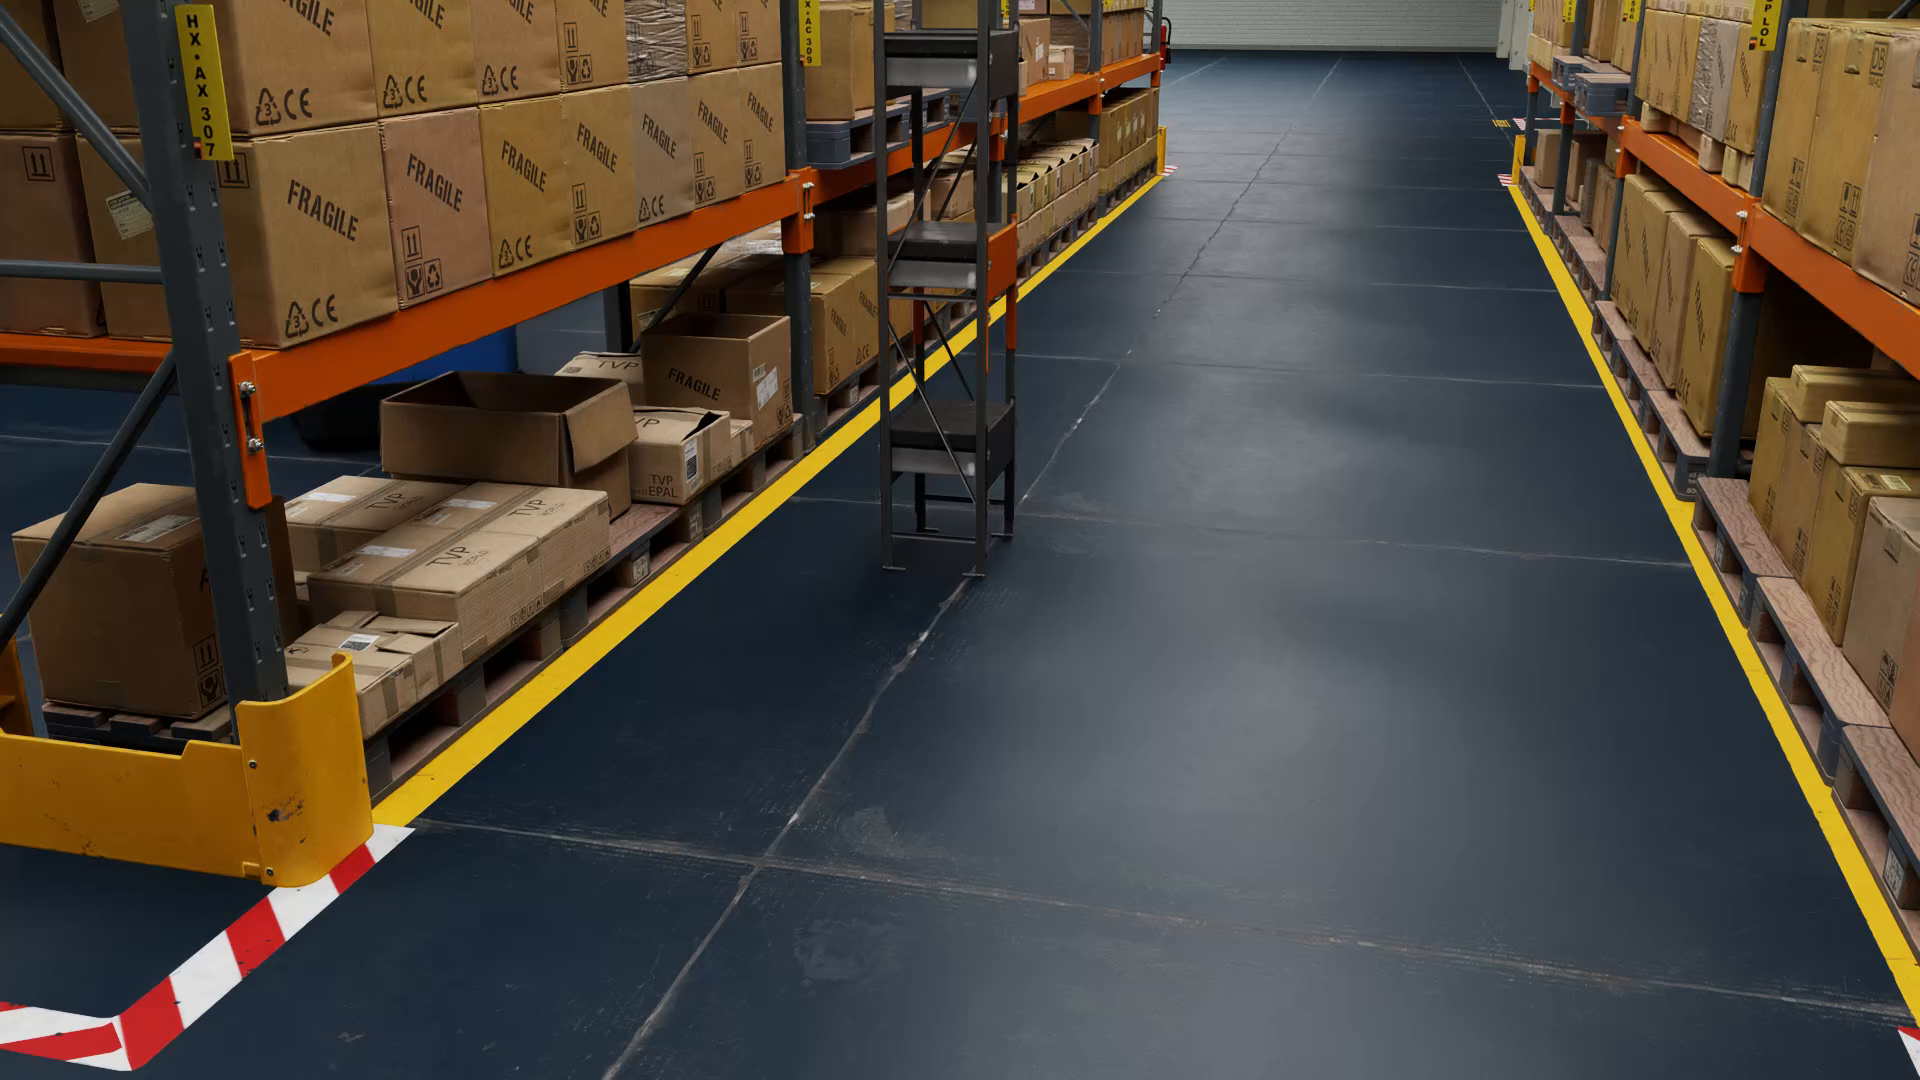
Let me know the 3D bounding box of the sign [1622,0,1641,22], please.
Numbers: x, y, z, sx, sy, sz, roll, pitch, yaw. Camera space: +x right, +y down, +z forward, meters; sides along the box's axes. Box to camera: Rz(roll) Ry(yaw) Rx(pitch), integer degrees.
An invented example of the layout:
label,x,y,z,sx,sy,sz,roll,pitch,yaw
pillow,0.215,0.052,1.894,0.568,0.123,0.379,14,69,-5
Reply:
label,x,y,z,sx,sy,sz,roll,pitch,yaw
sign,4.062,-3.291,10.013,0.100,0.325,0.005,5,19,13

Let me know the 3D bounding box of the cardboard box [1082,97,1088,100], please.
label,x,y,z,sx,sy,sz,roll,pitch,yaw
cardboard box,1.025,-4.270,16.992,0.500,0.500,0.500,5,19,13

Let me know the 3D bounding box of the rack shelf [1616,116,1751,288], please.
label,x,y,z,sx,sy,sz,roll,pitch,yaw
rack shelf,4.102,-1.773,8.352,1.077,0.370,4.000,5,19,13

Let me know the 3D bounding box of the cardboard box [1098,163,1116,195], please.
label,x,y,z,sx,sy,sz,roll,pitch,yaw
cardboard box,1.171,-3.403,15.615,0.500,0.250,0.500,5,19,13

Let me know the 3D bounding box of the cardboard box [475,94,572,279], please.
label,x,y,z,sx,sy,sz,roll,pitch,yaw
cardboard box,-1.558,-1.108,5.136,0.500,0.500,0.500,5,19,13

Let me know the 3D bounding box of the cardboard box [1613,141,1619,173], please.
label,x,y,z,sx,sy,sz,roll,pitch,yaw
cardboard box,5.177,-2.841,12.390,0.500,0.250,0.500,4,19,12

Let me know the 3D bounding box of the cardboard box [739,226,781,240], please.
label,x,y,z,sx,sy,sz,roll,pitch,yaw
cardboard box,-0.974,-1.550,9.773,0.500,0.500,0.500,4,19,12

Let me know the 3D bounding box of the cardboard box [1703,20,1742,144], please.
label,x,y,z,sx,sy,sz,roll,pitch,yaw
cardboard box,3.597,-2.010,7.285,0.500,0.500,0.500,5,19,14

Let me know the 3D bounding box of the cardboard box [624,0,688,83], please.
label,x,y,z,sx,sy,sz,roll,pitch,yaw
cardboard box,-1.309,-1.900,5.907,0.500,0.500,0.500,5,19,14

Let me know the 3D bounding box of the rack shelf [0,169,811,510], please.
label,x,y,z,sx,sy,sz,roll,pitch,yaw
rack shelf,-1.679,-0.910,5.823,1.077,0.370,4.000,5,19,13

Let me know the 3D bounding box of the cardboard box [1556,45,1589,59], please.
label,x,y,z,sx,sy,sz,roll,pitch,yaw
cardboard box,5.390,-4.105,14.267,0.500,0.250,0.500,5,19,14

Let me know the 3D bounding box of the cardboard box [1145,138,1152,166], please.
label,x,y,z,sx,sy,sz,roll,pitch,yaw
cardboard box,1.786,-4.187,17.908,0.500,0.250,0.500,5,19,13

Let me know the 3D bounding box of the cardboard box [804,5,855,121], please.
label,x,y,z,sx,sy,sz,roll,pitch,yaw
cardboard box,-0.858,-2.254,7.841,0.700,0.500,0.500,-2,19,-5

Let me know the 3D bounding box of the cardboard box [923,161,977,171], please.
label,x,y,z,sx,sy,sz,roll,pitch,yaw
cardboard box,-0.078,-2.799,12.977,0.500,0.311,0.500,5,19,13

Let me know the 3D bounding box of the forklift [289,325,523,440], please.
label,x,y,z,sx,sy,sz,roll,pitch,yaw
forklift,-3.205,-2.295,8.872,1.130,2.935,3.031,-8,20,-22

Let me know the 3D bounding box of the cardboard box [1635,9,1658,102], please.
label,x,y,z,sx,sy,sz,roll,pitch,yaw
cardboard box,4.224,-2.806,9.617,0.500,0.500,0.500,5,20,15

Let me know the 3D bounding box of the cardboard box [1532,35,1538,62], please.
label,x,y,z,sx,sy,sz,roll,pitch,yaw
cardboard box,6.005,-4.895,16.579,0.500,0.250,0.500,4,19,12

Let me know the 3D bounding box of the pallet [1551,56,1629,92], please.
label,x,y,z,sx,sy,sz,roll,pitch,yaw
pallet,5.240,-3.675,13.104,1.003,0.211,1.213,5,19,13

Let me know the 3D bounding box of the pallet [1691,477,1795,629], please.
label,x,y,z,sx,sy,sz,roll,pitch,yaw
pallet,3.352,0.065,6.171,1.003,0.211,1.213,5,19,13

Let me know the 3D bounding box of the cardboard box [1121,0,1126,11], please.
label,x,y,z,sx,sy,sz,roll,pitch,yaw
cardboard box,1.456,-5.371,16.614,0.380,0.149,0.250,4,19,13

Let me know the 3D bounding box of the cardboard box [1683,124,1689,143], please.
label,x,y,z,sx,sy,sz,roll,pitch,yaw
cardboard box,3.999,-2.141,8.672,0.380,0.149,0.250,5,19,14

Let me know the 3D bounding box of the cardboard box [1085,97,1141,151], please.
label,x,y,z,sx,sy,sz,roll,pitch,yaw
cardboard box,1.545,-4.228,16.869,0.500,0.500,0.500,5,19,13

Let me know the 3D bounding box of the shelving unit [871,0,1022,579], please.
label,x,y,z,sx,sy,sz,roll,pitch,yaw
shelving unit,-0.040,-0.942,6.196,0.431,2.100,0.503,5,19,13

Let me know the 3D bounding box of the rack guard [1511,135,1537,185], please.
label,x,y,z,sx,sy,sz,roll,pitch,yaw
rack guard,6.527,-4.041,17.746,1.175,0.500,0.348,5,19,13

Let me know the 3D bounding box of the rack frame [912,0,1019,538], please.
label,x,y,z,sx,sy,sz,roll,pitch,yaw
rack frame,0.019,-1.018,6.420,0.400,2.100,0.015,5,19,13

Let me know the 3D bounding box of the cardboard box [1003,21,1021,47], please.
label,x,y,z,sx,sy,sz,roll,pitch,yaw
cardboard box,0.181,-3.705,12.740,0.500,0.500,0.500,4,19,10

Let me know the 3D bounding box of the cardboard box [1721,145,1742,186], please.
label,x,y,z,sx,sy,sz,roll,pitch,yaw
cardboard box,3.460,-1.587,7.050,0.380,0.149,0.250,5,19,14

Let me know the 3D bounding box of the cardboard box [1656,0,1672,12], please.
label,x,y,z,sx,sy,sz,roll,pitch,yaw
cardboard box,4.099,-3.003,9.031,0.500,0.250,0.500,4,19,13

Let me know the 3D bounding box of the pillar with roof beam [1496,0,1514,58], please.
label,x,y,z,sx,sy,sz,roll,pitch,yaw
pillar with roof beam,10.369,-17.542,44.124,9.100,9.000,0.400,5,19,13

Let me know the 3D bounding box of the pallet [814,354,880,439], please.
label,x,y,z,sx,sy,sz,roll,pitch,yaw
pallet,-1.029,-0.815,8.748,1.003,0.211,1.213,5,19,13

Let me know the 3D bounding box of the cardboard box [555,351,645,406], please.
label,x,y,z,sx,sy,sz,roll,pitch,yaw
cardboard box,-1.503,-0.698,7.570,0.500,0.311,0.500,5,19,13

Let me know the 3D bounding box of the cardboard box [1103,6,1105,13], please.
label,x,y,z,sx,sy,sz,roll,pitch,yaw
cardboard box,1.140,-4.967,15.432,0.380,0.149,0.250,4,19,12

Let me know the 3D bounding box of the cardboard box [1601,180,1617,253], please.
label,x,y,z,sx,sy,sz,roll,pitch,yaw
cardboard box,5.049,-2.306,11.985,0.700,0.500,0.500,5,19,13

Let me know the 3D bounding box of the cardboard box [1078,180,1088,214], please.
label,x,y,z,sx,sy,sz,roll,pitch,yaw
cardboard box,0.818,-2.971,14.348,0.500,0.250,0.500,4,19,13

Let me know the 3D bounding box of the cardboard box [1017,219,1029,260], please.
label,x,y,z,sx,sy,sz,roll,pitch,yaw
cardboard box,0.199,-2.169,12.002,0.500,0.250,0.500,5,19,13

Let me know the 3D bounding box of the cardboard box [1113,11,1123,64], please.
label,x,y,z,sx,sy,sz,roll,pitch,yaw
cardboard box,1.239,-5.055,16.691,0.700,0.500,0.500,5,20,15

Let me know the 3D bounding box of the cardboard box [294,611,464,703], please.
label,x,y,z,sx,sy,sz,roll,pitch,yaw
cardboard box,-1.671,0.327,4.792,0.380,0.166,0.250,5,19,13

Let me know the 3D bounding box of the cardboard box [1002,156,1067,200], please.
label,x,y,z,sx,sy,sz,roll,pitch,yaw
cardboard box,0.571,-2.921,13.334,0.500,0.311,0.500,4,19,13

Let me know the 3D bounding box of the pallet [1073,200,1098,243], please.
label,x,y,z,sx,sy,sz,roll,pitch,yaw
pallet,0.622,-2.831,14.649,1.003,0.211,1.213,5,19,13

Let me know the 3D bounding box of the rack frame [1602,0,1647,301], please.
label,x,y,z,sx,sy,sz,roll,pitch,yaw
rack frame,4.591,-2.741,10.071,1.000,3.000,0.127,5,19,13

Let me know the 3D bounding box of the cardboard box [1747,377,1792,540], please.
label,x,y,z,sx,sy,sz,roll,pitch,yaw
cardboard box,3.332,-0.276,6.074,0.700,0.500,0.500,5,19,14

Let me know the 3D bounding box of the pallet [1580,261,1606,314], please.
label,x,y,z,sx,sy,sz,roll,pitch,yaw
pallet,4.783,-1.666,11.238,1.003,0.211,1.213,5,19,13

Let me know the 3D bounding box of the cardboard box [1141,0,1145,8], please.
label,x,y,z,sx,sy,sz,roll,pitch,yaw
cardboard box,1.770,-5.775,17.797,0.380,0.149,0.250,5,20,15

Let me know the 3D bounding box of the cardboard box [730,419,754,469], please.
label,x,y,z,sx,sy,sz,roll,pitch,yaw
cardboard box,-1.088,-0.413,6.985,0.380,0.149,0.250,5,19,13

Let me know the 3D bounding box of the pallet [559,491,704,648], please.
label,x,y,z,sx,sy,sz,roll,pitch,yaw
pallet,-1.656,0.042,6.240,1.003,0.211,1.213,5,19,13

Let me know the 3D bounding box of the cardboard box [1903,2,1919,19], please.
label,x,y,z,sx,sy,sz,roll,pitch,yaw
cardboard box,3.979,-2.163,6.573,0.500,0.250,0.500,5,20,15

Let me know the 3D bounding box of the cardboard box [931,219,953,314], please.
label,x,y,z,sx,sy,sz,roll,pitch,yaw
cardboard box,-0.341,-1.682,10.158,0.500,0.500,0.500,4,19,11

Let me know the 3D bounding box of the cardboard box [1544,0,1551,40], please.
label,x,y,z,sx,sy,sz,roll,pitch,yaw
cardboard box,5.760,-4.937,15.543,0.500,0.500,0.500,5,20,15

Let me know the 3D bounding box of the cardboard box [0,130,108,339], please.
label,x,y,z,sx,sy,sz,roll,pitch,yaw
cardboard box,-2.323,-0.832,4.329,0.500,0.500,0.500,5,20,15

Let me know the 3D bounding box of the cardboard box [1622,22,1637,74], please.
label,x,y,z,sx,sy,sz,roll,pitch,yaw
cardboard box,4.806,-3.322,10.936,0.700,0.500,0.500,3,19,8

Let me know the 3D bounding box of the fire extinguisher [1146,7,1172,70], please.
label,x,y,z,sx,sy,sz,roll,pitch,yaw
fire extinguisher,2.220,-5.602,18.567,0.296,0.674,0.183,5,19,13

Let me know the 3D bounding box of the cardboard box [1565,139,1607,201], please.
label,x,y,z,sx,sy,sz,roll,pitch,yaw
cardboard box,5.783,-3.348,15.036,0.500,0.500,0.500,3,19,9
